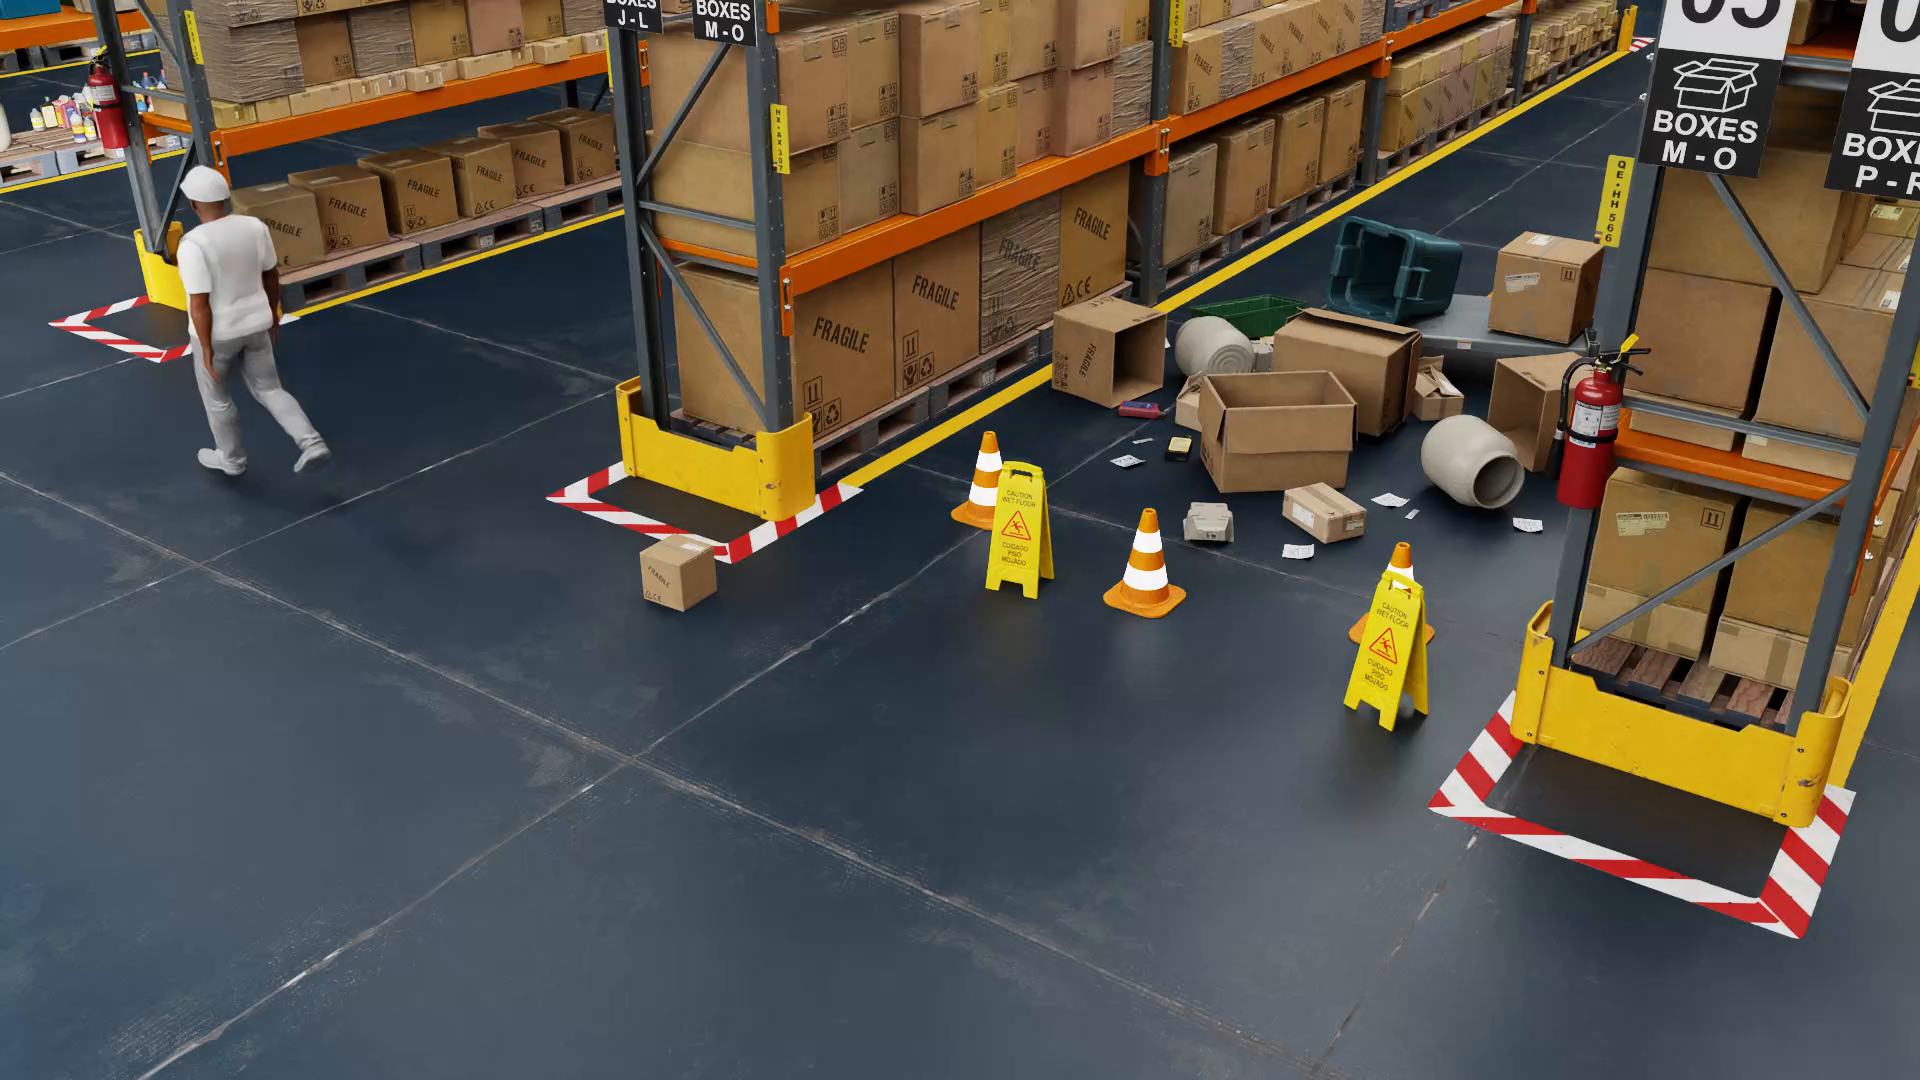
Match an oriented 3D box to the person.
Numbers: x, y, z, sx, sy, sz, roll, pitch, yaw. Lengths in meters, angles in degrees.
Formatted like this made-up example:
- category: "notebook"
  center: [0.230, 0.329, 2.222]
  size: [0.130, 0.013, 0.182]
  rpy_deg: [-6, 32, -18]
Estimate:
- category: "person"
  center: [-3.813, -1.126, 8.820]
  size: [0.928, 1.741, 0.581]
  rpy_deg: [17, 31, 30]
